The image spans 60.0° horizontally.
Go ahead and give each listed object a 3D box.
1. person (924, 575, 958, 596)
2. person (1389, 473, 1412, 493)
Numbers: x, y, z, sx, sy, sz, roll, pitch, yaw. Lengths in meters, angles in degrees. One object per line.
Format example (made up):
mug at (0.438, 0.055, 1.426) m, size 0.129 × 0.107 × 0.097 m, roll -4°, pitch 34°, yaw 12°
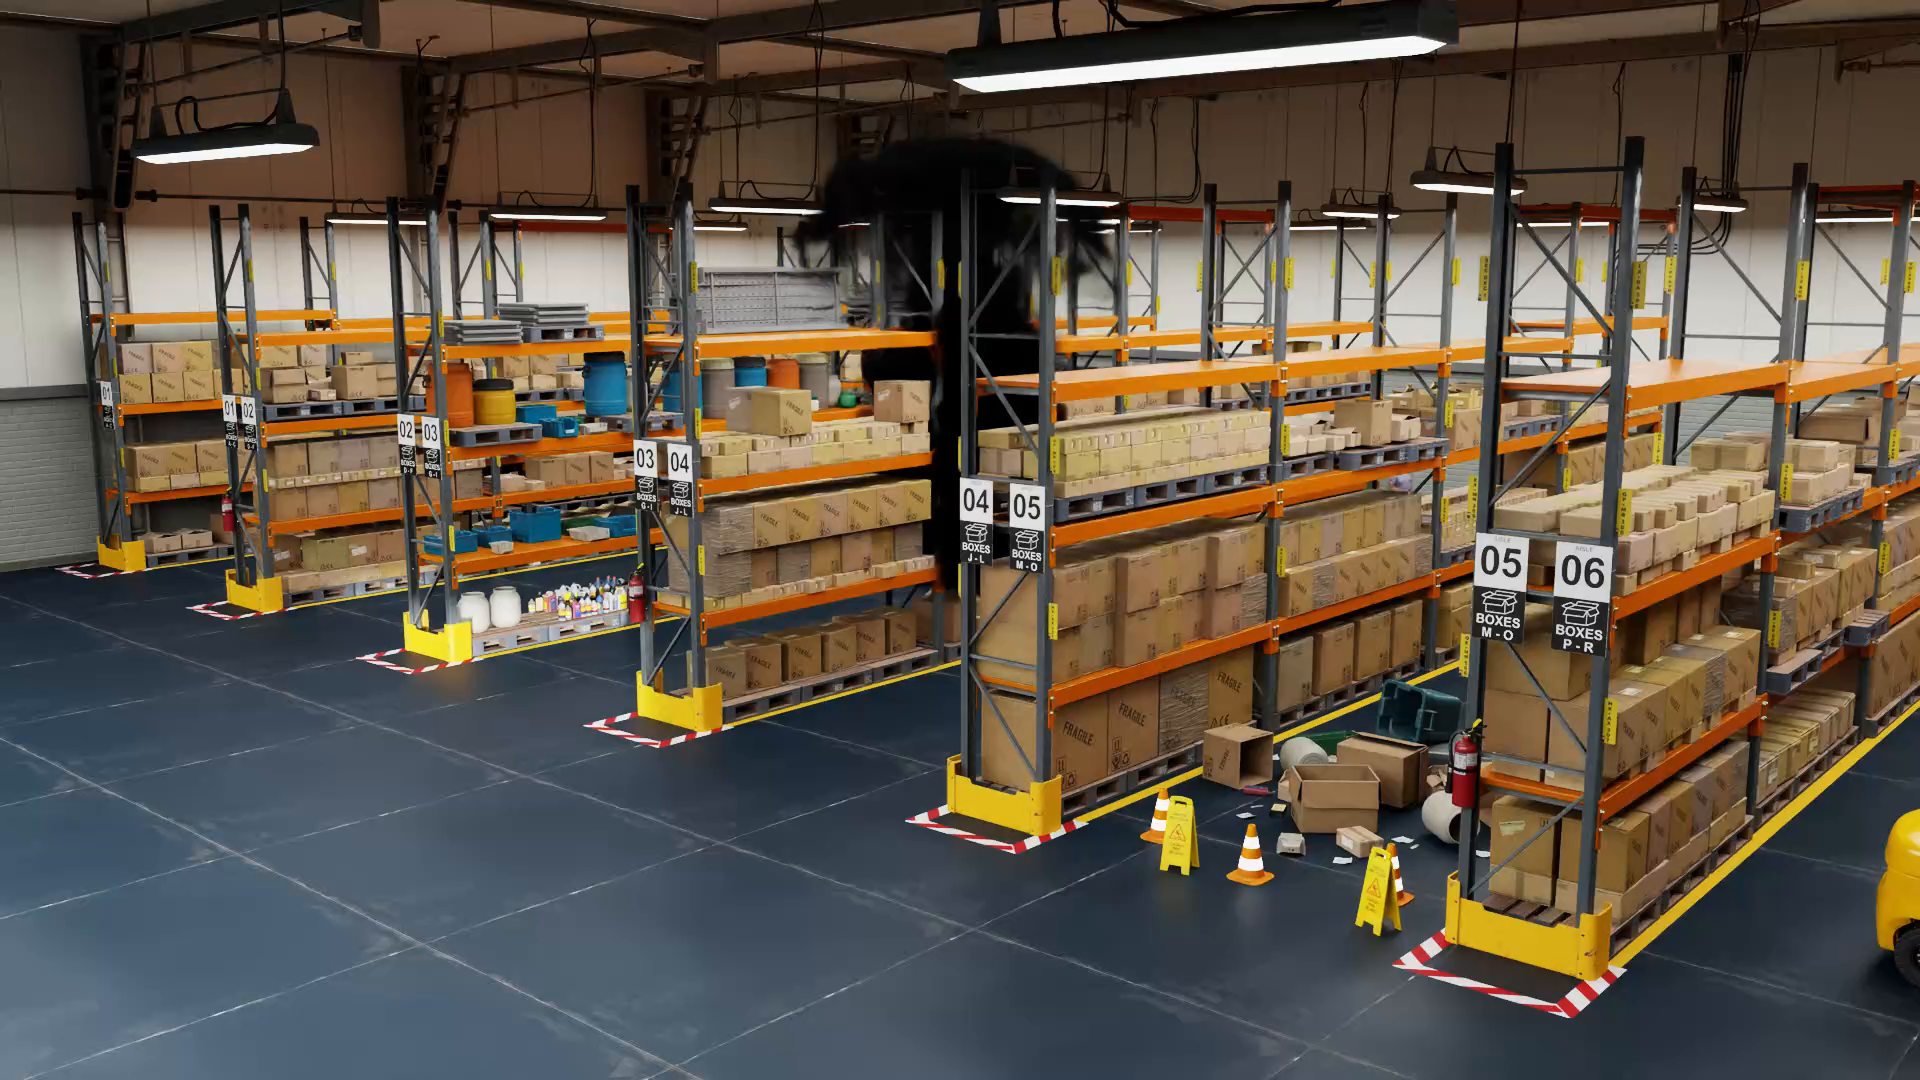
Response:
person at (-0.232, -0.047, 24.450) m, size 0.696 × 1.793 × 0.873 m, roll 7°, pitch 12°, yaw 36°
person at (8.277, -0.769, 31.079) m, size 0.579 × 1.597 × 0.601 m, roll -4°, pitch 10°, yaw -23°
